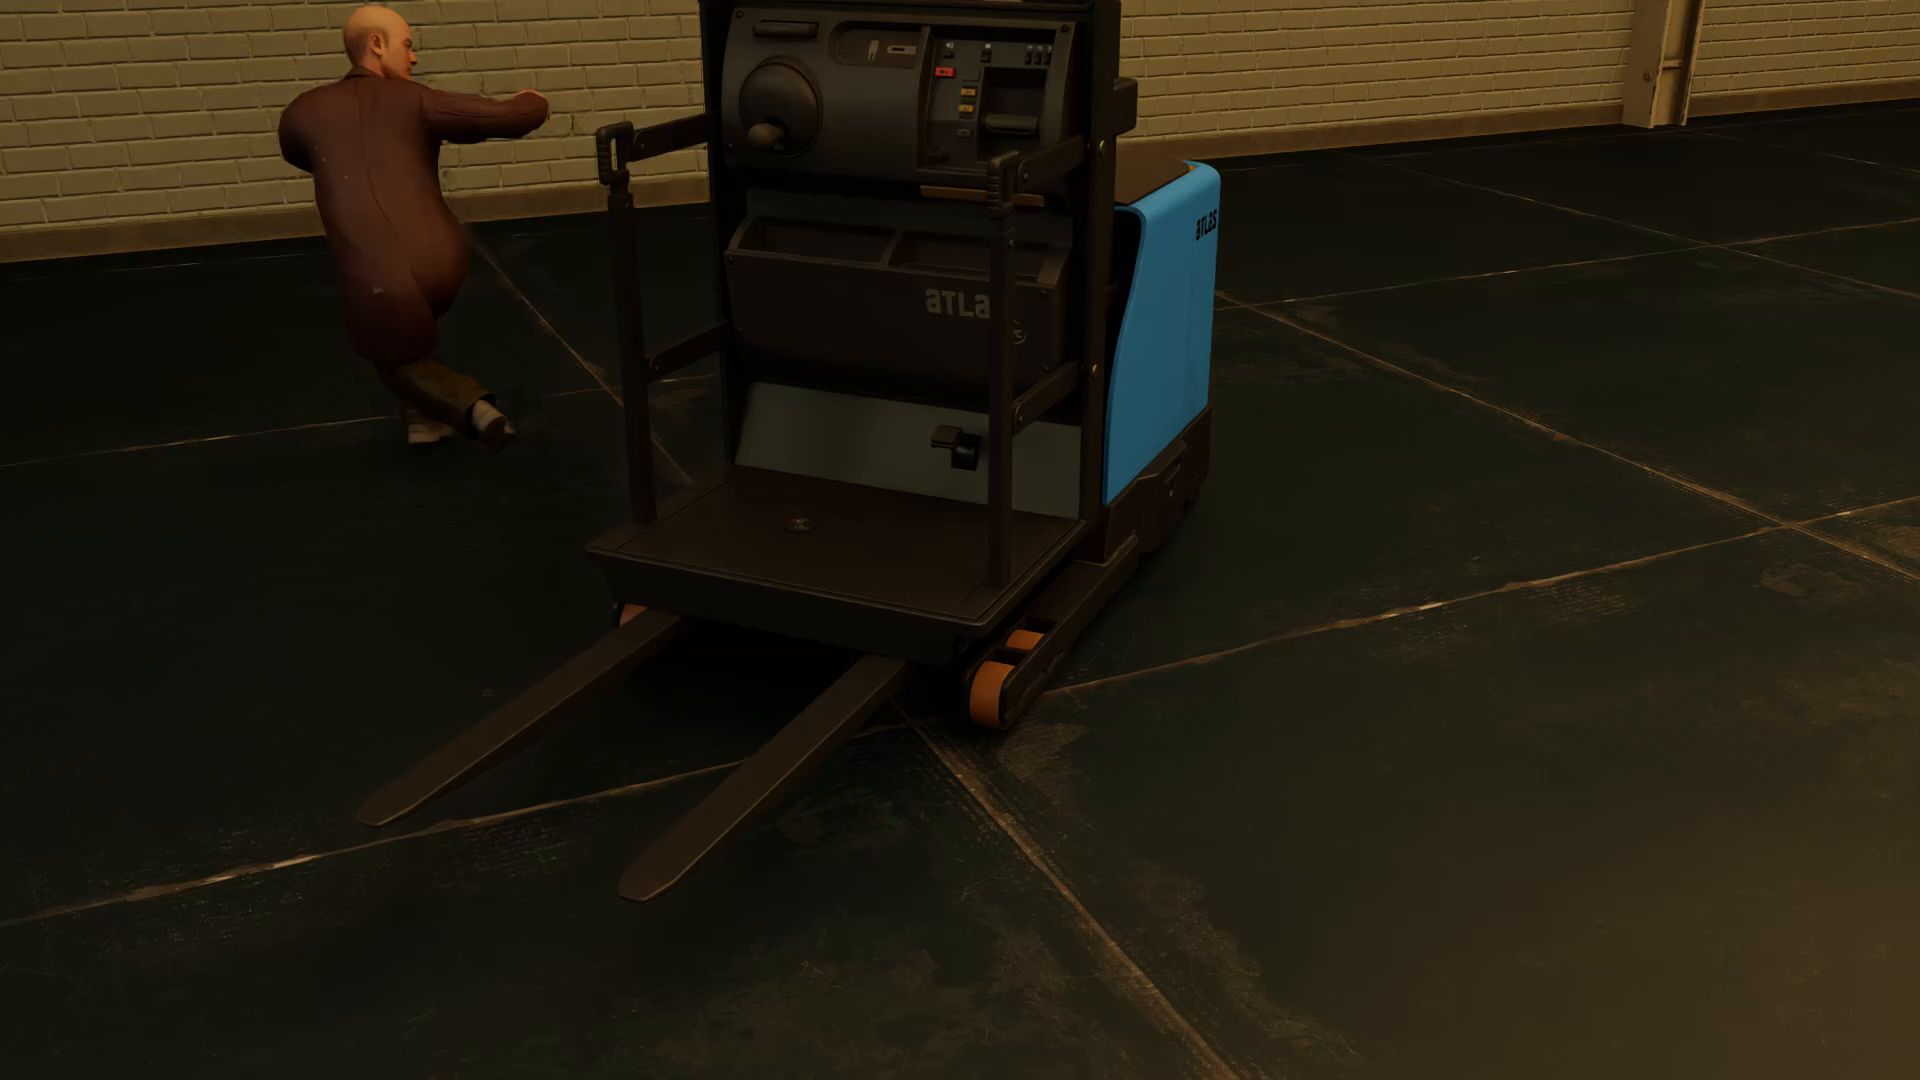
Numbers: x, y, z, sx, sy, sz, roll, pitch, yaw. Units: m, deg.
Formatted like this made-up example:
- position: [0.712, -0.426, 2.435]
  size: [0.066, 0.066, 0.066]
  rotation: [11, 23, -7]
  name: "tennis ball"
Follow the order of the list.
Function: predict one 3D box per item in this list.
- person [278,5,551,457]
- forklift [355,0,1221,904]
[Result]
- position: [-1.805, -1.038, 5.683]
  size: [0.875, 1.522, 1.185]
  rotation: [-9, 24, -21]
  name: "person"
- position: [-0.252, -1.083, 3.894]
  size: [1.130, 2.935, 3.031]
  rotation: [10, 24, 22]
  name: "forklift"
